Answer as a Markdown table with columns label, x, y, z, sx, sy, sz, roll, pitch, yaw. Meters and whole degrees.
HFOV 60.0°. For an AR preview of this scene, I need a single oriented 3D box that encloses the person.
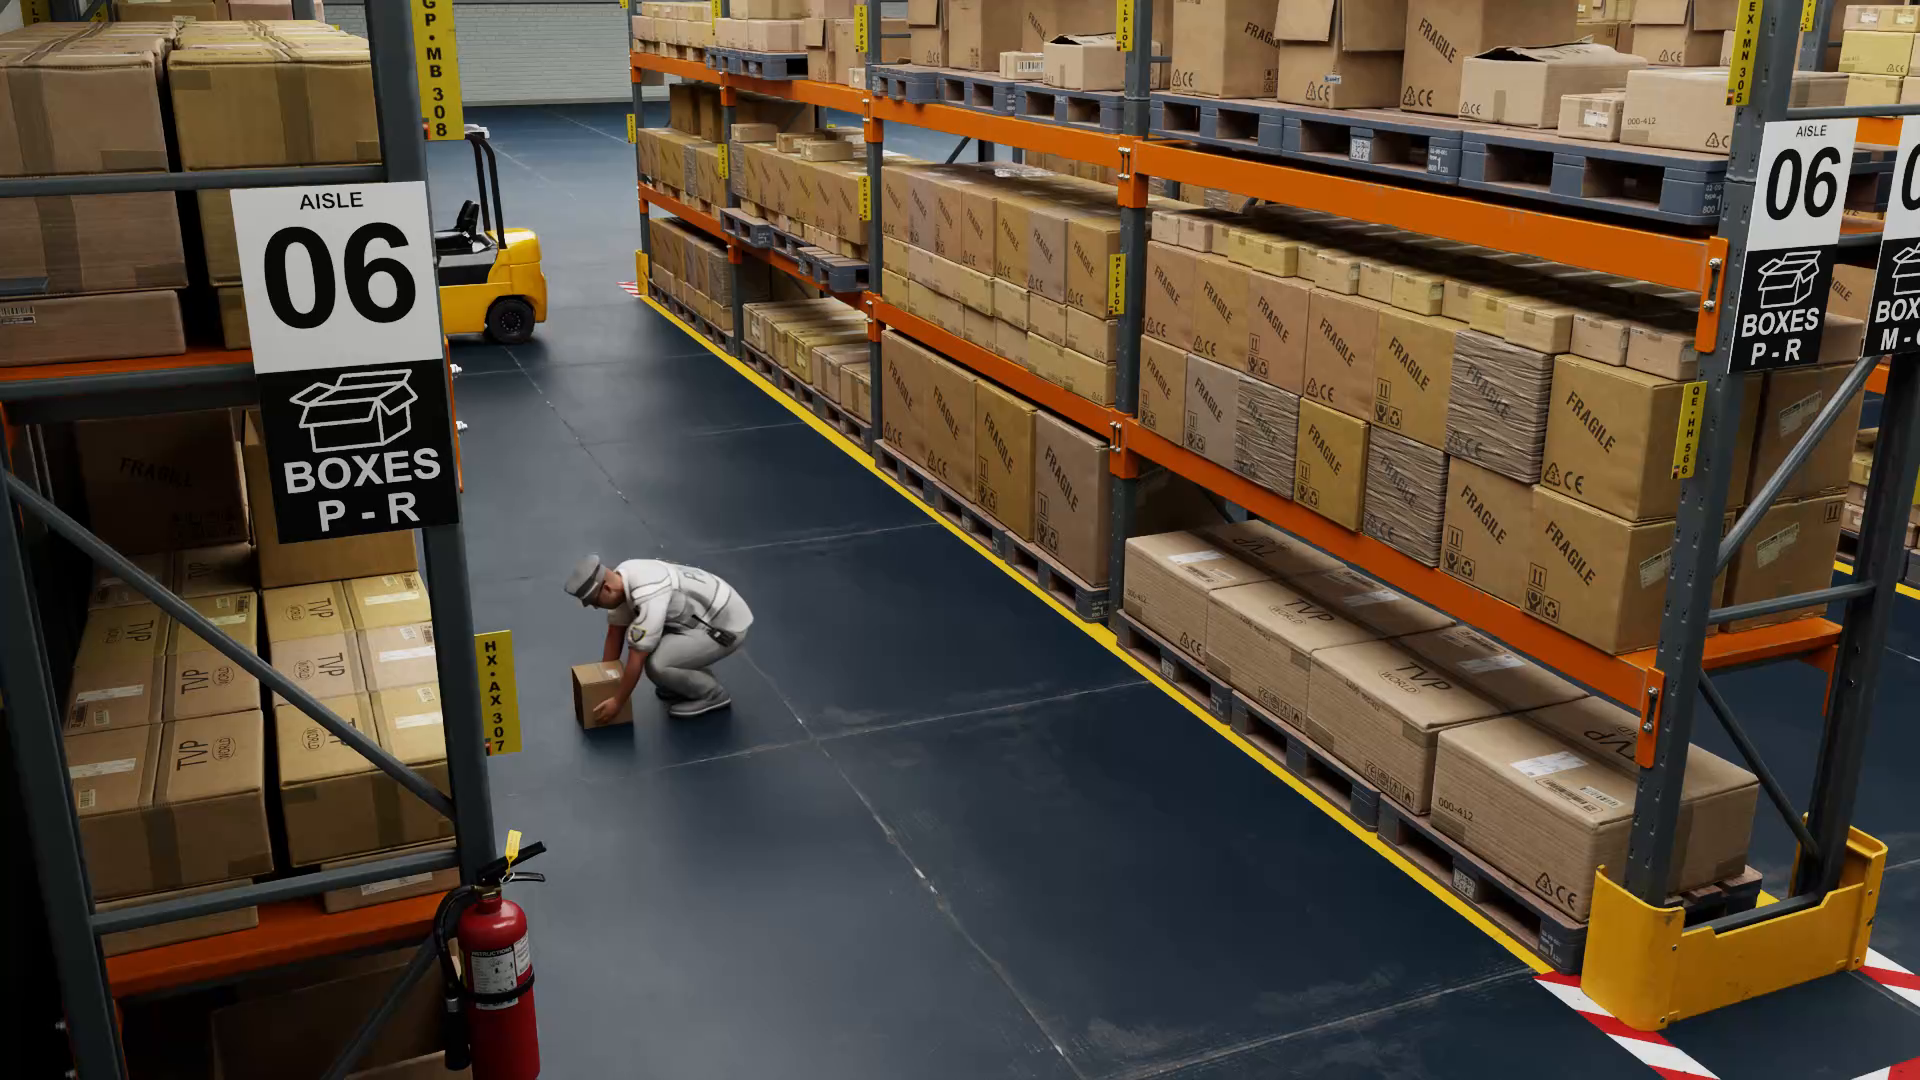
| label | x | y | z | sx | sy | sz | roll | pitch | yaw |
| --- | --- | --- | --- | --- | --- | --- | --- | --- | --- |
| person | -1.547 | 0.451 | 8.562 | 0.953 | 0.902 | 0.558 | -8 | 20 | -22 |
